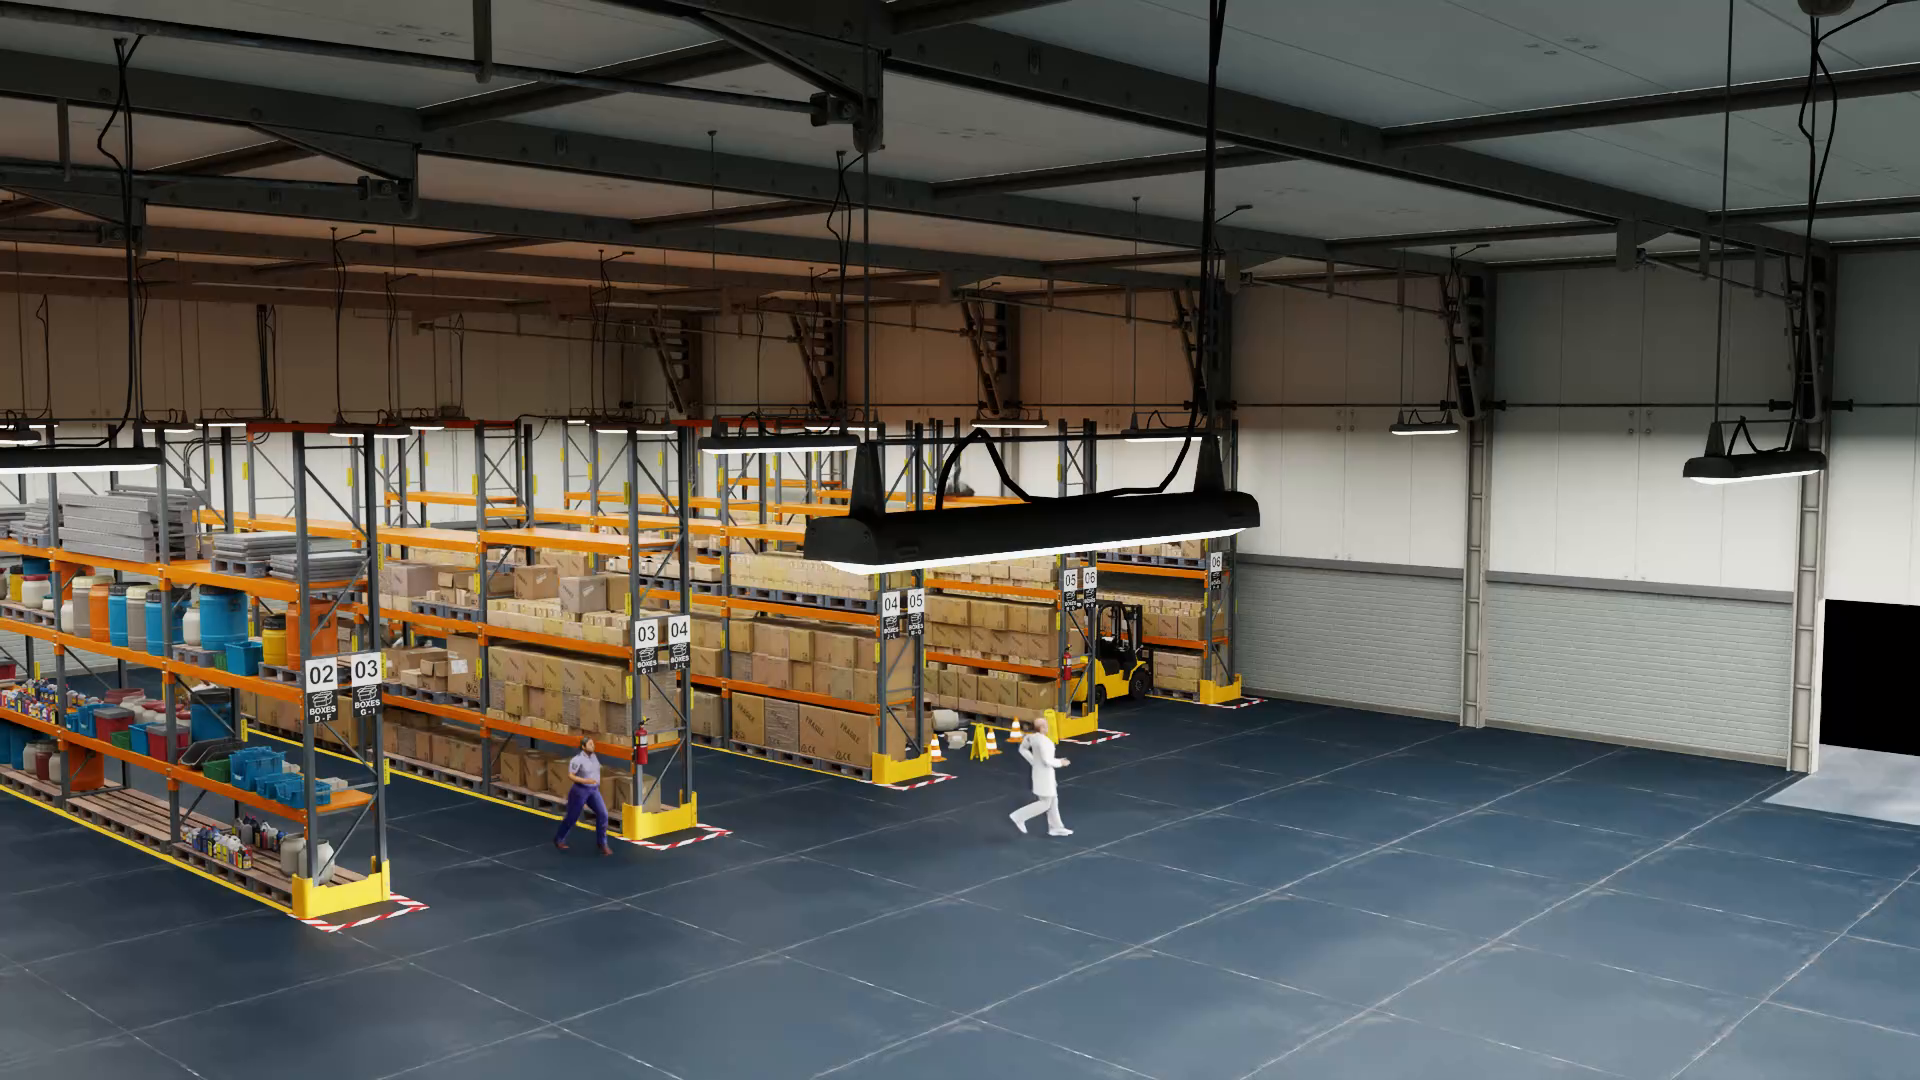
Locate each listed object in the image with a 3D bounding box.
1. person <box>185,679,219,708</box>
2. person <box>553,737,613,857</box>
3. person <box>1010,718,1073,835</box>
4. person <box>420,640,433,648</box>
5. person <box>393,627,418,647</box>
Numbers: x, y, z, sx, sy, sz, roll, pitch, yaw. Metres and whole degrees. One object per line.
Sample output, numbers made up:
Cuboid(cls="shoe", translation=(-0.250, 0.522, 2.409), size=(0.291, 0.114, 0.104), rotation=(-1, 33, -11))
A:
Cuboid(cls="person", translation=(-13.180, 3.085, 29.125), size=(0.941, 1.684, 0.575), rotation=(3, 6, 33))
Cuboid(cls="person", translation=(-5.264, 3.593, 23.450), size=(0.894, 1.652, 0.657), rotation=(3, 6, 34))
Cuboid(cls="person", translation=(1.182, 3.465, 24.204), size=(0.998, 1.770, 0.710), rotation=(-1, 5, -16))
Cuboid(cls="person", translation=(-10.290, 2.830, 32.289), size=(0.718, 1.820, 0.677), rotation=(4, 6, 41))
Cuboid(cls="person", translation=(-11.920, 2.636, 35.649), size=(0.722, 1.593, 0.547), rotation=(3, 6, 34))
